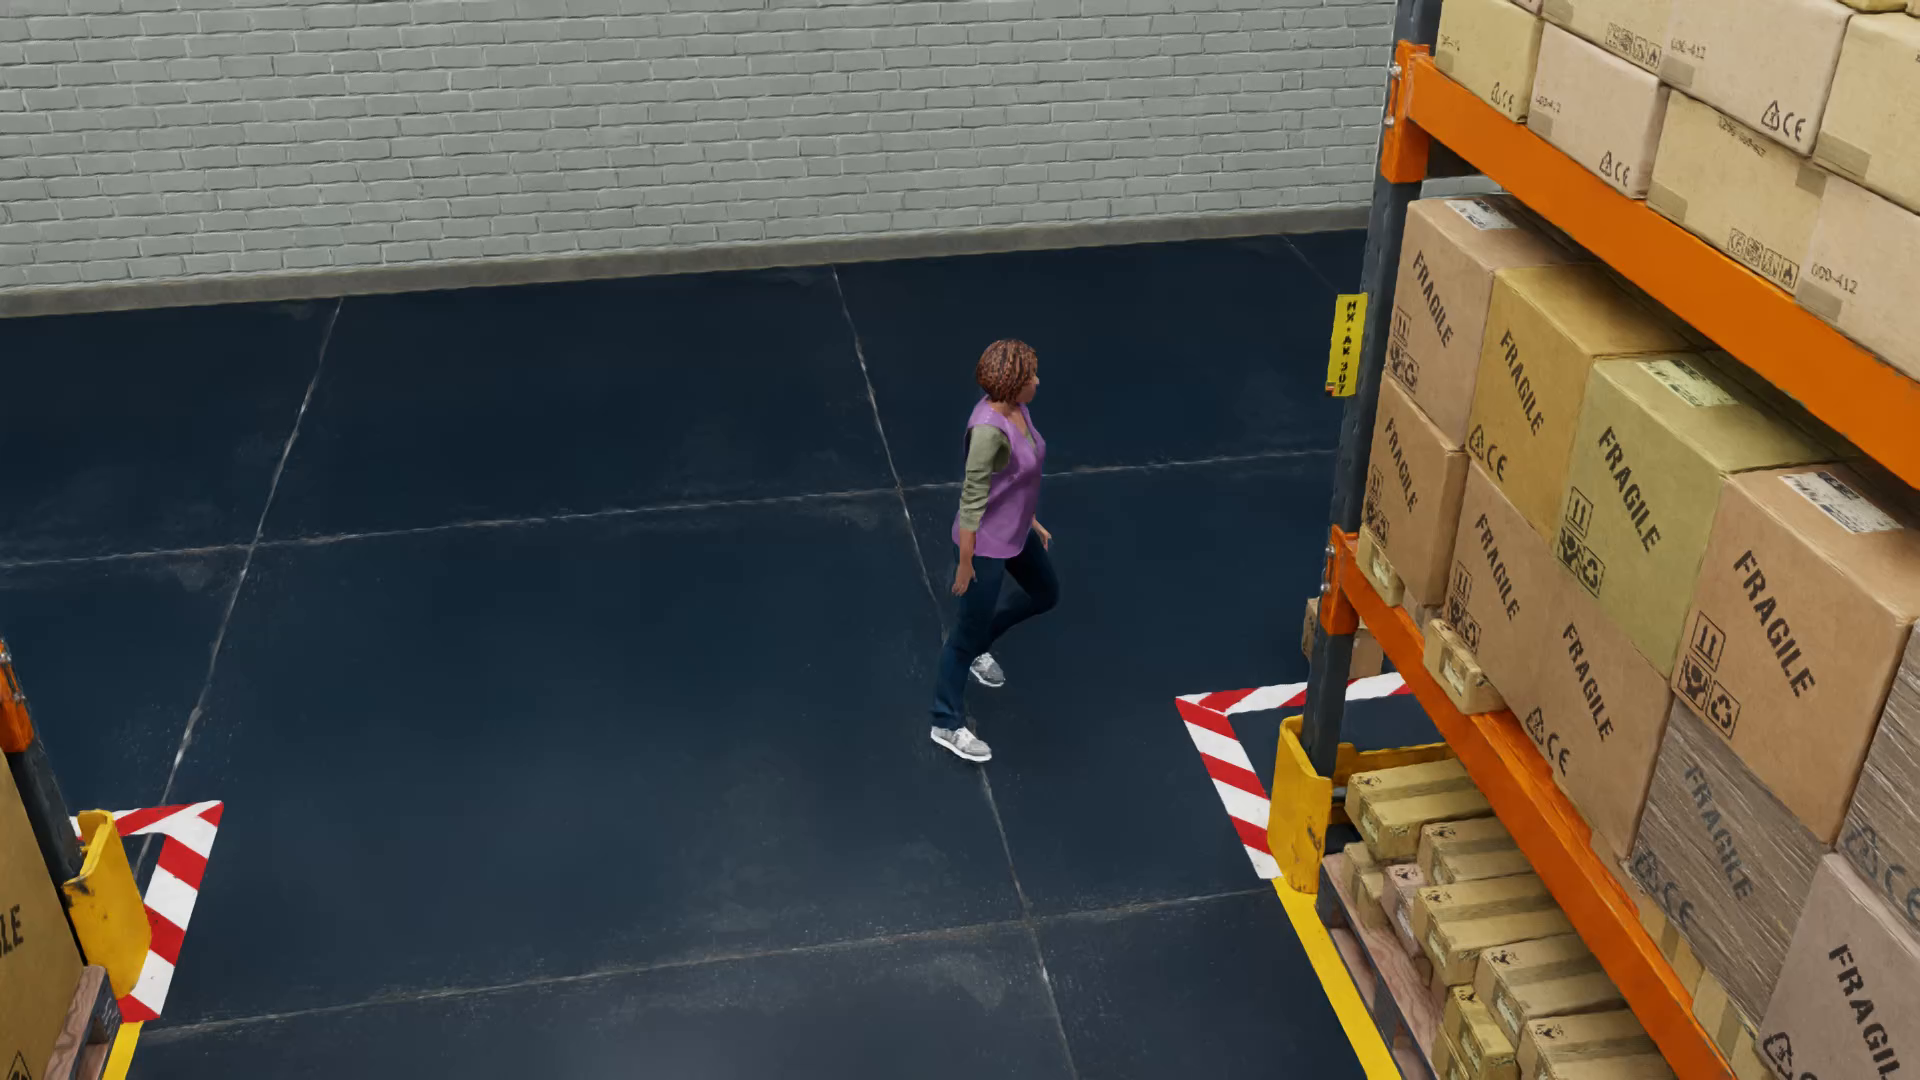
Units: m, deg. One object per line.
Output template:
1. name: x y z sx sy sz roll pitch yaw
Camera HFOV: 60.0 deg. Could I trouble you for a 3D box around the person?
1. person: 0.112 0.032 6.075 0.431 1.583 0.534 8 32 14
